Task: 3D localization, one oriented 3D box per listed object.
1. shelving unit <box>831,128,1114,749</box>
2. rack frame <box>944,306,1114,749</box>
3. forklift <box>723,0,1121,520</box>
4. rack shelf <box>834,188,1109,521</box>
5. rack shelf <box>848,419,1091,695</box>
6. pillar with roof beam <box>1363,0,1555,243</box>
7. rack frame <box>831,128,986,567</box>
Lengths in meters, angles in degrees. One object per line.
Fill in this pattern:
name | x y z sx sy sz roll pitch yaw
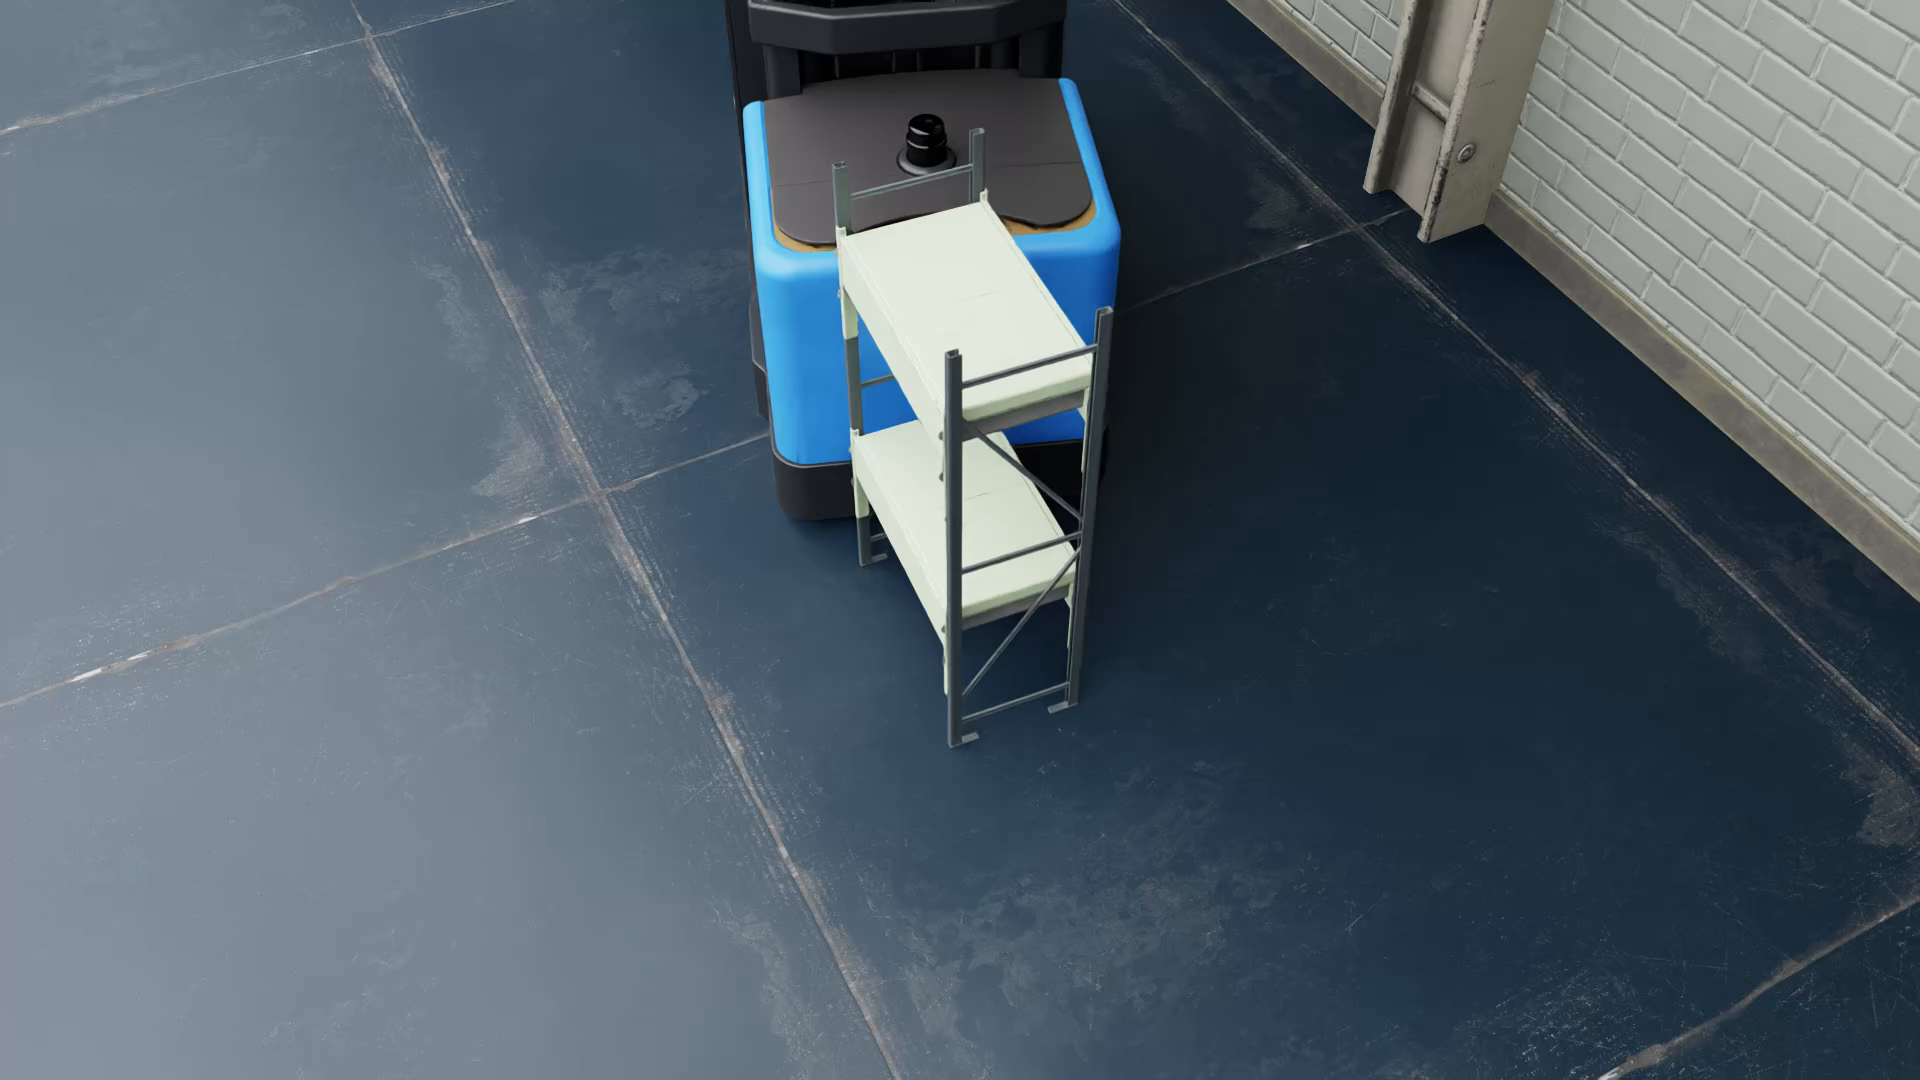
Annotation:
shelving unit | 0.015 -0.219 4.445 0.431 1.500 0.755 -17 51 -15
rack frame | 0.154 0.036 4.222 0.400 1.500 0.023 -17 51 -15
forklift | -0.240 -2.151 5.184 1.130 2.935 3.031 -6 49 -5
rack shelf | 0.015 -0.476 4.151 0.431 0.370 0.720 -17 51 -15
rack shelf | 0.015 -0.004 4.691 0.431 0.370 0.720 -17 51 -15
pillar with roof beam | -2.041 -2.773 1.697 9.100 9.000 0.400 -21 52 -18
rack frame | -0.125 -0.474 4.668 0.400 1.500 0.023 -17 51 -15
